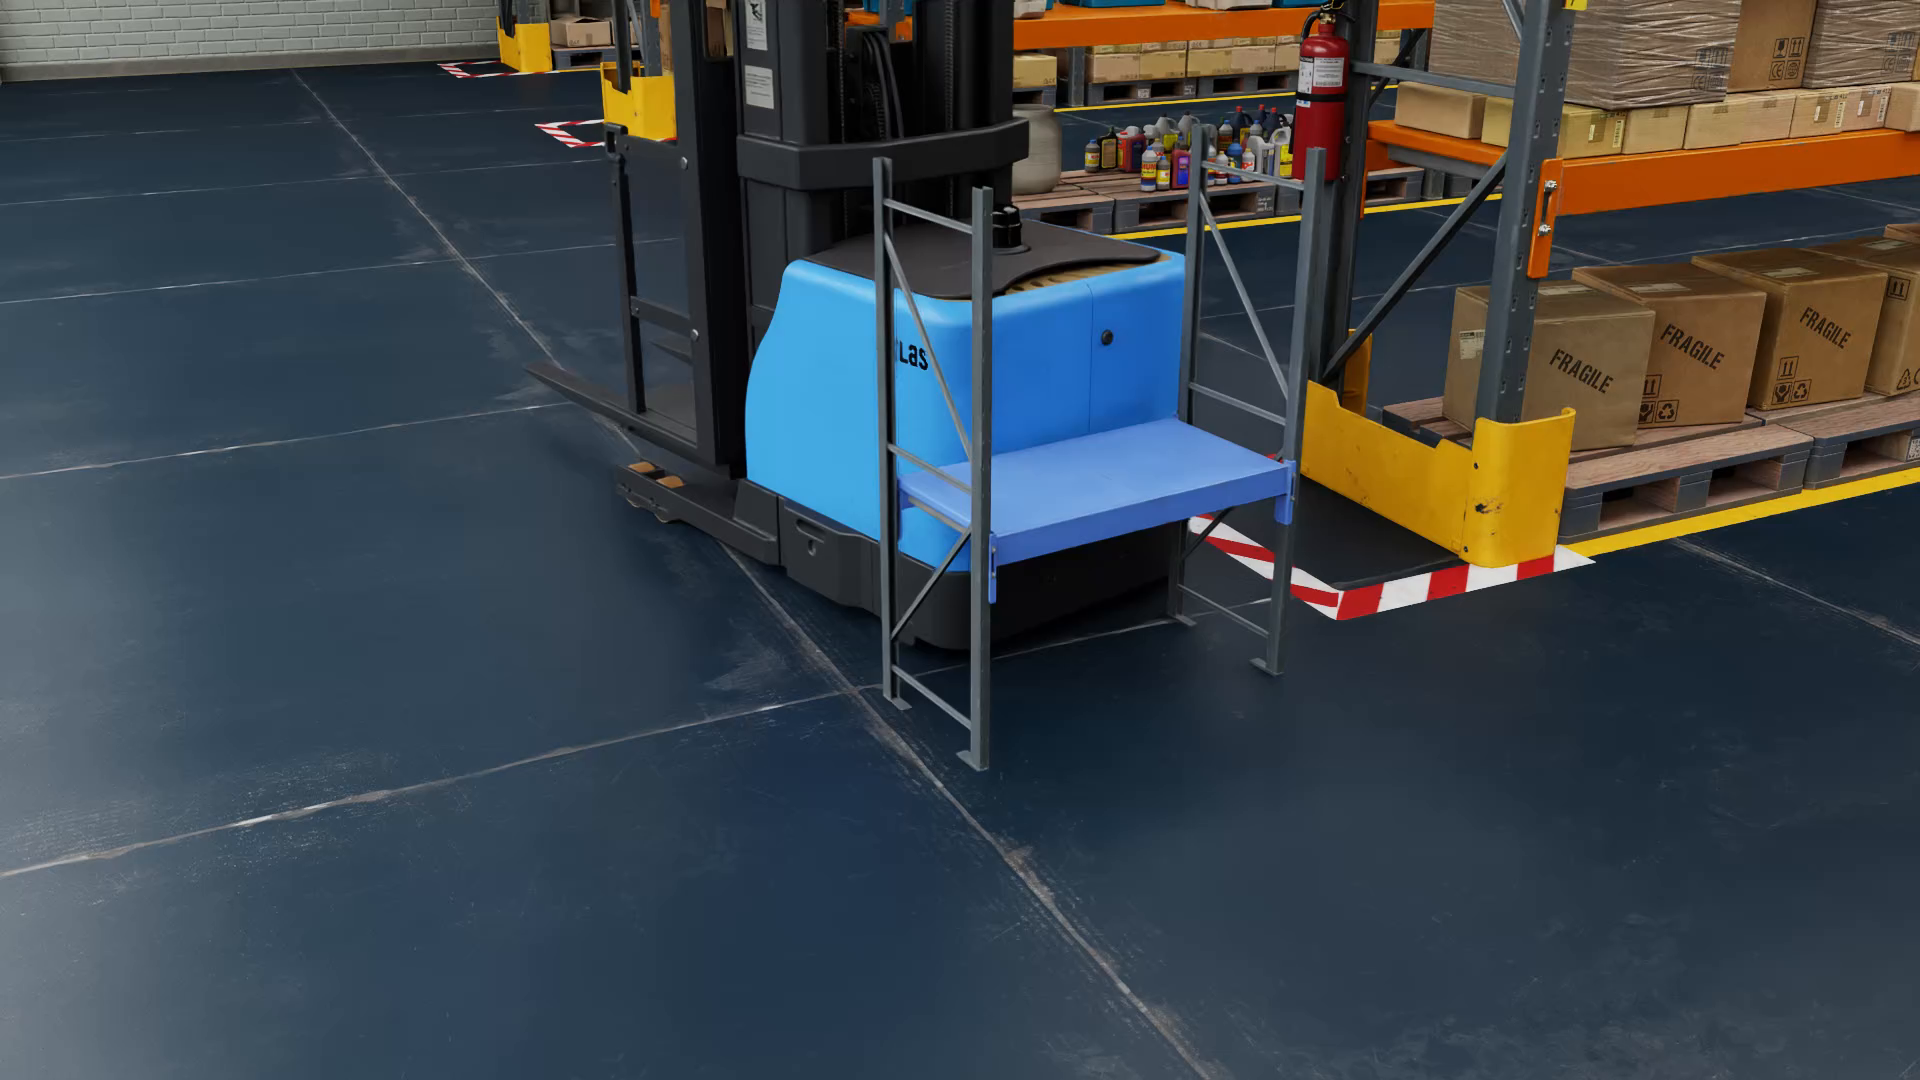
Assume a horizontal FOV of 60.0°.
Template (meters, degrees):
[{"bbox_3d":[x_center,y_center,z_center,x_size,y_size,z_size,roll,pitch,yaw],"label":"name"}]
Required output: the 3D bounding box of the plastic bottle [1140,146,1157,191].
[{"bbox_3d":[1.191,-2.344,10.483,0.097,0.271,0.097,0,22,0],"label":"plastic bottle"}]

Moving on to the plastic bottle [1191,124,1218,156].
[{"bbox_3d":[1.653,-2.677,11.281,0.135,0.276,0.152,-10,25,-24],"label":"plastic bottle"}]

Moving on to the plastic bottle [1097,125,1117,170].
[{"bbox_3d":[0.984,-2.638,11.177,0.133,0.283,0.061,-10,24,-22],"label":"plastic bottle"}]

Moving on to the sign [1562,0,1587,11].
[{"bbox_3d":[1.805,-1.714,4.837,0.005,0.325,0.100,-10,25,-24],"label":"sign"}]

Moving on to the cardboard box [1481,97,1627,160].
[{"bbox_3d":[1.930,-1.350,5.418,0.250,0.149,0.380,-10,25,-24],"label":"cardboard box"}]

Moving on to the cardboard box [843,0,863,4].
[{"bbox_3d":[-1.023,-4.631,15.081,0.500,0.500,0.500,-10,25,-24],"label":"cardboard box"}]

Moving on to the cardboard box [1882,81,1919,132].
[{"bbox_3d":[3.324,-1.566,5.939,0.250,0.149,0.380,-10,25,-24],"label":"cardboard box"}]

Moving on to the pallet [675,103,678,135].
[{"bbox_3d":[-2.052,-3.769,14.578,1.213,0.211,1.003,-10,25,-24],"label":"pallet"}]

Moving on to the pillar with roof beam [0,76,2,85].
[{"bbox_3d":[-8.158,-7.330,11.691,0.400,9.000,9.100,-10,25,-24],"label":"pillar with roof beam"}]

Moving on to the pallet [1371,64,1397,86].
[{"bbox_3d":[3.727,-4.831,17.145,1.213,0.211,1.003,-10,25,-24],"label":"pallet"}]

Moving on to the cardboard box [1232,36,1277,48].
[{"bbox_3d":[2.746,-5.000,16.220,0.500,0.311,0.500,-10,24,-22],"label":"cardboard box"}]

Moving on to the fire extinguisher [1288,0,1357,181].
[{"bbox_3d":[1.267,-1.605,5.807,0.183,0.674,0.296,-10,25,-24],"label":"fire extinguisher"}]

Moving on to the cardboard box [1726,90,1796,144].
[{"bbox_3d":[2.612,-1.470,5.708,0.250,0.149,0.380,-10,25,-24],"label":"cardboard box"}]

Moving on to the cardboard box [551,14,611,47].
[{"bbox_3d":[-4.212,-5.667,18.459,0.500,0.311,0.500,-14,26,-30],"label":"cardboard box"}]

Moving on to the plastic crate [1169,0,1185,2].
[{"bbox_3d":[1.681,-3.646,10.913,0.662,0.188,0.450,-10,25,-24],"label":"plastic crate"}]

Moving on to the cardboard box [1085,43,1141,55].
[{"bbox_3d":[1.362,-4.745,15.603,0.500,0.311,0.500,-10,25,-23],"label":"cardboard box"}]

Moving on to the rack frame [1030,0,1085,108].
[{"bbox_3d":[0.881,-5.579,15.307,0.127,3.000,1.000,-10,25,-24],"label":"rack frame"}]

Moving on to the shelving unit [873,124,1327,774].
[{"bbox_3d":[0.360,-0.278,4.460,1.048,1.500,0.538,-14,26,-30],"label":"shelving unit"}]

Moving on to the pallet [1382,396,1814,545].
[{"bbox_3d":[2.386,-0.348,6.315,1.213,0.211,1.003,-10,25,-24],"label":"pallet"}]

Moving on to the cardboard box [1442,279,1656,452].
[{"bbox_3d":[2.140,-0.638,6.089,0.500,0.500,0.500,-6,23,-14],"label":"cardboard box"}]

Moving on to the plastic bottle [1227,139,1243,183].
[{"bbox_3d":[1.772,-2.451,10.742,0.097,0.271,0.097,0,22,0],"label":"plastic bottle"}]

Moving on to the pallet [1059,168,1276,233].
[{"bbox_3d":[1.302,-2.282,10.988,1.213,0.211,1.003,-10,25,-24],"label":"pallet"}]

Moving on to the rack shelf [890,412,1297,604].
[{"bbox_3d":[0.360,-0.112,4.529,1.000,0.185,0.538,-14,26,-30],"label":"rack shelf"}]

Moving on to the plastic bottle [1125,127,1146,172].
[{"bbox_3d":[1.172,-2.608,11.104,0.133,0.283,0.061,-10,25,-24],"label":"plastic bottle"}]

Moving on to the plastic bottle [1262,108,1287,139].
[{"bbox_3d":[2.181,-2.810,11.506,0.185,0.351,0.144,-10,25,-24],"label":"plastic bottle"}]

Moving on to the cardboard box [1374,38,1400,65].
[{"bbox_3d":[4.117,-4.995,16.941,0.500,0.250,0.500,-10,24,-22],"label":"cardboard box"}]

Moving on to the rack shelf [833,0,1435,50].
[{"bbox_3d":[1.224,-3.207,10.517,4.000,0.370,1.077,-10,25,-24],"label":"rack shelf"}]

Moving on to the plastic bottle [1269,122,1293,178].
[{"bbox_3d":[2.107,-2.559,10.899,0.185,0.351,0.144,-11,25,-24],"label":"plastic bottle"}]

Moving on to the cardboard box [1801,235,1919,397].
[{"bbox_3d":[3.758,-0.924,6.778,0.500,0.500,0.500,-13,26,-28],"label":"cardboard box"}]

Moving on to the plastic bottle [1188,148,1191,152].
[{"bbox_3d":[1.500,-2.401,10.620,0.097,0.271,0.097,0,22,0],"label":"plastic bottle"}]

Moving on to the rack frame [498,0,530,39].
[{"bbox_3d":[-4.875,-6.622,17.826,0.127,3.000,1.000,-10,25,-24],"label":"rack frame"}]

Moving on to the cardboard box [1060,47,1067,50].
[{"bbox_3d":[1.122,-4.928,16.046,0.500,0.311,0.500,-10,25,-24],"label":"cardboard box"}]

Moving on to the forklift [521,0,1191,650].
[{"bbox_3d":[-0.598,-1.524,5.600,1.130,2.935,3.031,-18,29,-37],"label":"forklift"}]

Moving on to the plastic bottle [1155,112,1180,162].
[{"bbox_3d":[1.398,-2.727,11.305,0.185,0.351,0.144,-9,24,-21],"label":"plastic bottle"}]

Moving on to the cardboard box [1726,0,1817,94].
[{"bbox_3d":[2.476,-1.891,5.876,0.500,0.500,0.875,-10,25,-24],"label":"cardboard box"}]

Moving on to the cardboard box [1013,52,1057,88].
[{"bbox_3d":[0.558,-4.351,15.384,0.500,0.250,0.500,-10,25,-24],"label":"cardboard box"}]

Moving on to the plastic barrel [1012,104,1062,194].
[{"bbox_3d":[0.433,-2.471,10.502,0.421,0.512,0.421,0,22,0],"label":"plastic barrel"}]

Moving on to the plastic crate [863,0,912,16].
[{"bbox_3d":[-0.257,-3.326,10.056,0.616,0.251,0.499,-10,25,-24],"label":"plastic crate"}]

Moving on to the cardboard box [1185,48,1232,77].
[{"bbox_3d":[2.279,-4.656,16.121,0.500,0.250,0.500,-11,25,-25],"label":"cardboard box"}]

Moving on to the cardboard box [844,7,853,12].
[{"bbox_3d":[-1.249,-4.369,14.449,0.500,0.500,0.500,-10,25,-24],"label":"cardboard box"}]

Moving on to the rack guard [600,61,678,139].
[{"bbox_3d":[-2.745,-3.757,14.172,0.348,0.500,1.175,-10,25,-24],"label":"rack guard"}]

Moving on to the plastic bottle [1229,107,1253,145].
[{"bbox_3d":[1.949,-2.829,11.550,0.185,0.351,0.144,-12,25,-26],"label":"plastic bottle"}]
